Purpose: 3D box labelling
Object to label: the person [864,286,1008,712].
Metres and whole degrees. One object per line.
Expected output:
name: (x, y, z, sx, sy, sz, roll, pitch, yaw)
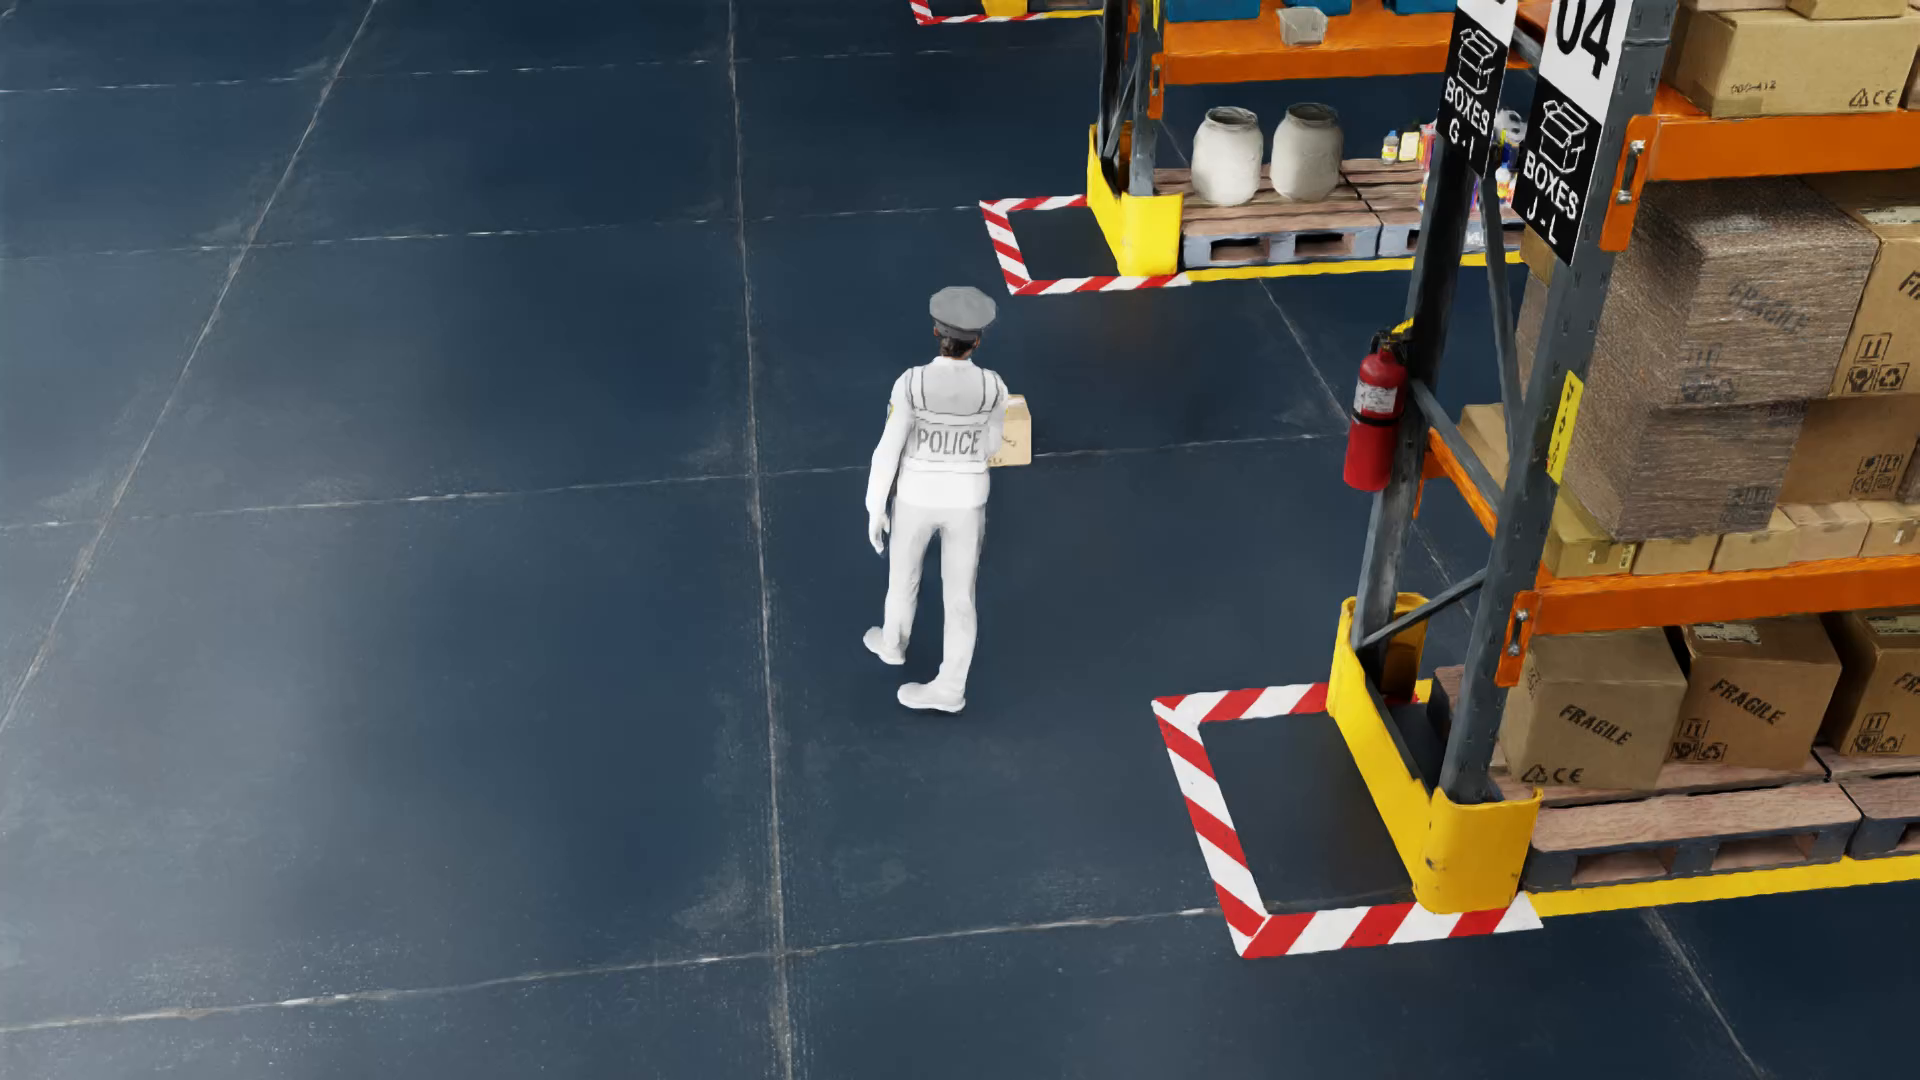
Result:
person: (-0.103, -0.128, 6.329, 0.565, 1.663, 0.568, -2, 35, -3)
